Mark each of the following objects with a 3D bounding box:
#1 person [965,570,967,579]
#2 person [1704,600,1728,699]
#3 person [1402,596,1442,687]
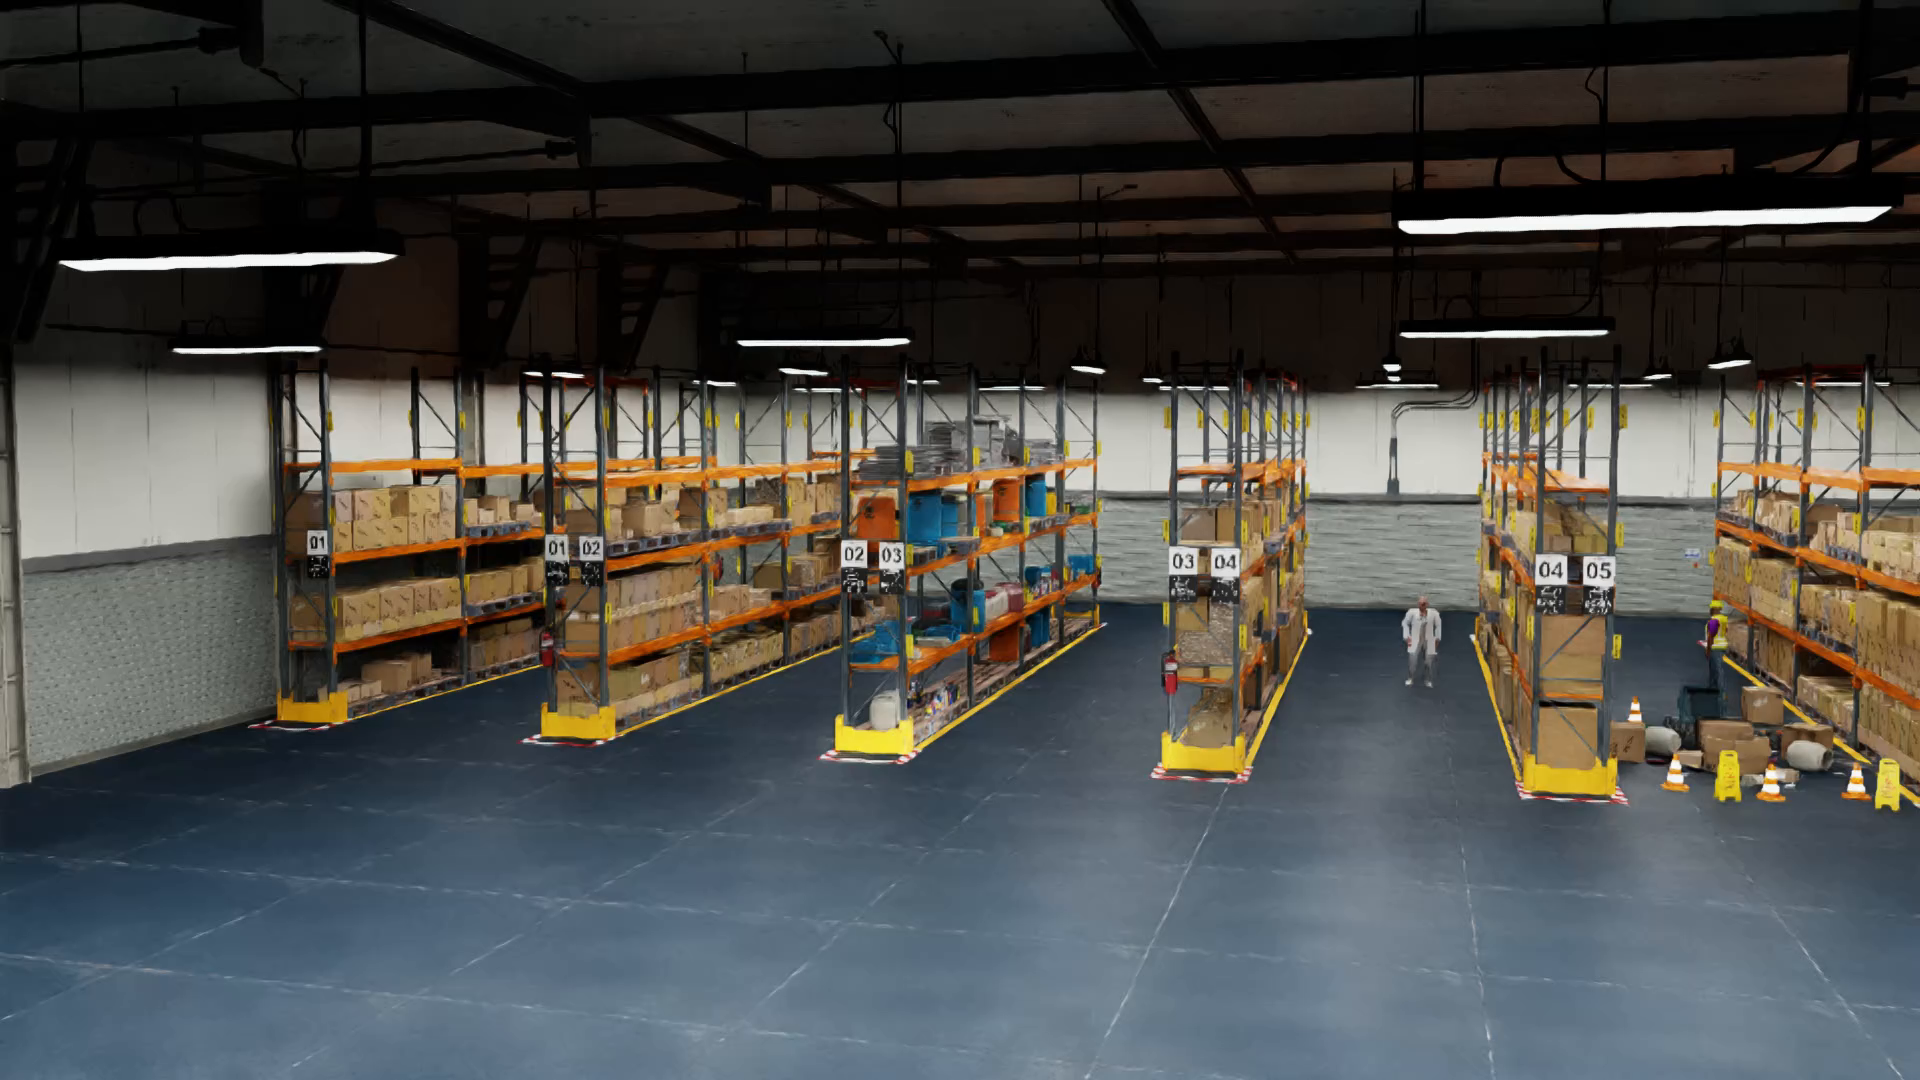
[{"bbox_3d":[0.397,1.173,41.964,0.502,1.639,0.689,-1,4,-14],"label":"person"},{"bbox_3d":[13.610,1.949,30.025,0.585,1.763,0.682,3,5,38],"label":"person"},{"bbox_3d":[8.667,1.897,31.218,0.729,1.733,0.546,1,4,13],"label":"person"}]
